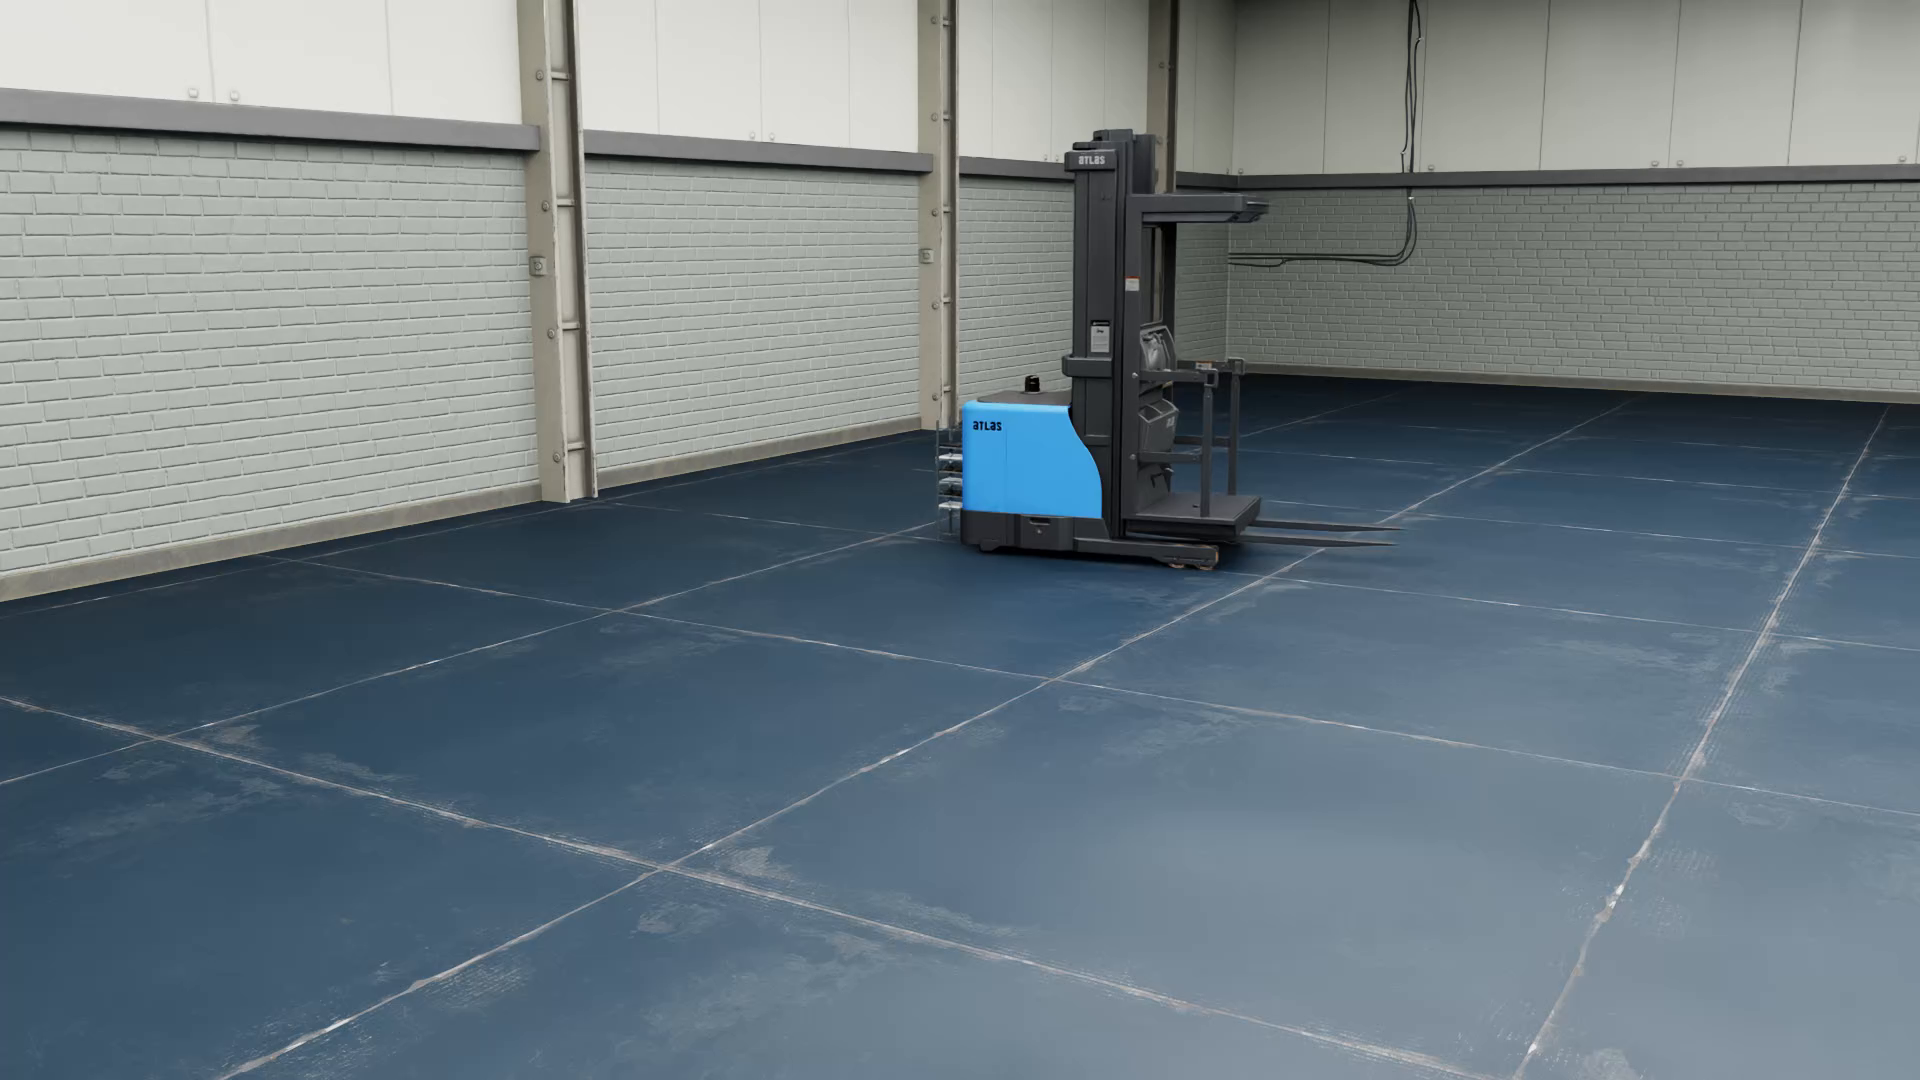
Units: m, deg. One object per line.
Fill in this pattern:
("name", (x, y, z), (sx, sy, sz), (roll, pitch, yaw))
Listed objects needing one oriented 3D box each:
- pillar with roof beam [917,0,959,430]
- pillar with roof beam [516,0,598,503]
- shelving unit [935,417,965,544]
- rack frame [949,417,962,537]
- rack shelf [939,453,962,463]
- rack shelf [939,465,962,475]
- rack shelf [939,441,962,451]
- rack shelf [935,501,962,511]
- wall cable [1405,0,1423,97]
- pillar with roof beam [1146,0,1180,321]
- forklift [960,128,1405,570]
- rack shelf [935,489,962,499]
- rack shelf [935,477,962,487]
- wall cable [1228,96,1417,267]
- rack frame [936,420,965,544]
("pillar with roof beam", (3.436, -5.314, 16.297), (9.100, 9.000, 0.400), (6, 12, 31))
("pillar with roof beam", (0.321, -4.370, 11.257), (9.100, 9.000, 0.400), (6, 12, 31))
("shelving unit", (-0.021, -0.442, 12.282), (0.258, 0.900, 0.210), (5, 12, 27))
("rack frame", (0.026, -0.458, 12.371), (0.240, 0.900, 0.006), (5, 12, 27))
("rack shelf", (-0.021, -0.586, 12.255), (0.258, 0.077, 0.200), (5, 12, 27))
("rack shelf", (-0.021, -0.497, 12.272), (0.258, 0.077, 0.200), (5, 12, 27))
("rack shelf", (-0.021, -0.674, 12.239), (0.258, 0.077, 0.200), (5, 12, 27))
("rack shelf", (-0.021, -0.232, 12.322), (0.258, 0.077, 0.200), (5, 12, 27))
("wall cable", (7.844, -7.703, 23.775), (3.097, 2.526, 0.112), (6, 12, 31))
("pillar with roof beam", (6.552, -6.257, 21.338), (9.100, 9.000, 0.400), (6, 12, 31))
("forklift", (1.573, -1.346, 11.591), (3.031, 2.935, 1.130), (4, 11, 19))
("rack shelf", (-0.021, -0.320, 12.305), (0.258, 0.077, 0.200), (5, 12, 27))
("rack shelf", (-0.021, -0.409, 12.289), (0.258, 0.077, 0.200), (5, 12, 27))
("wall cable", (5.532, -5.479, 25.620), (3.097, 2.526, 0.112), (6, 12, 31))
("rack frame", (-0.068, -0.425, 12.194), (0.240, 0.900, 0.006), (5, 12, 27))
